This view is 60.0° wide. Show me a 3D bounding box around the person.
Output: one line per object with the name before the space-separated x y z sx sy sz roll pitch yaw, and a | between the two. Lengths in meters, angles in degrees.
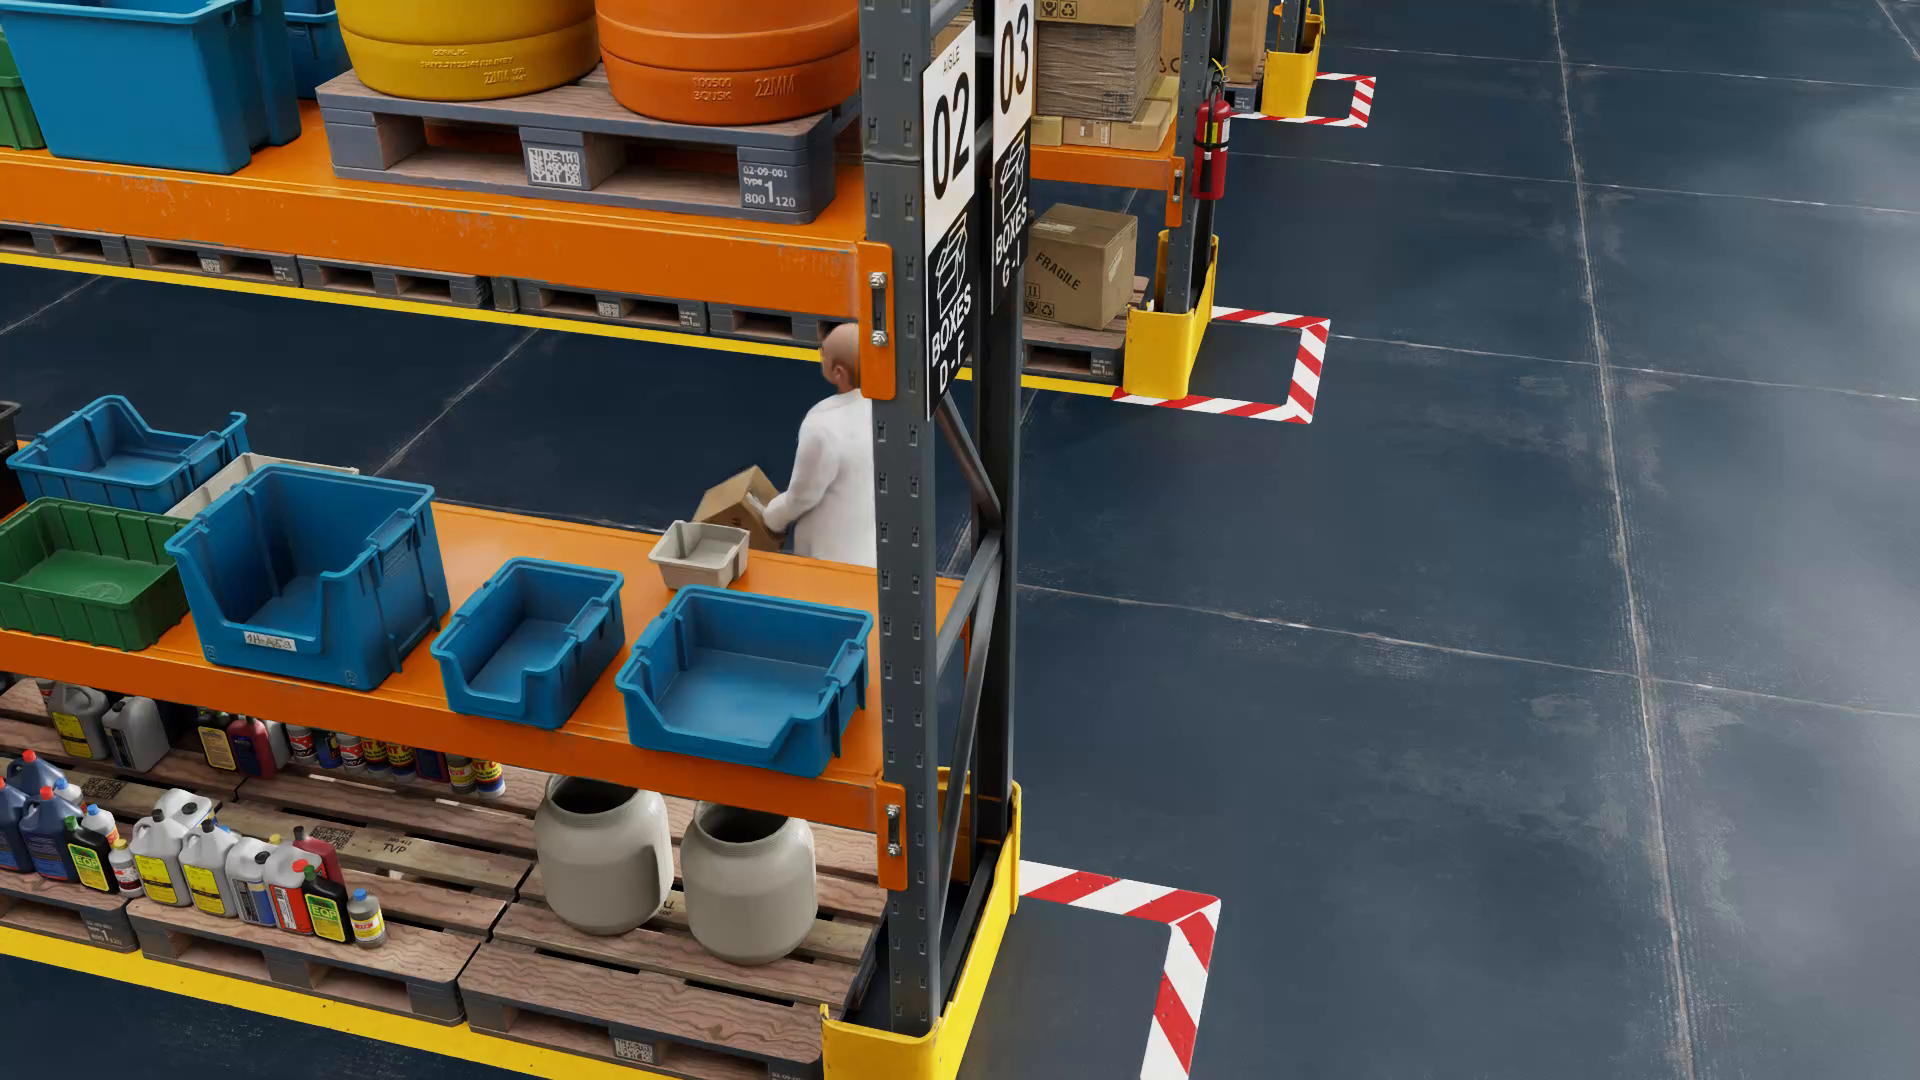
person | -0.479 -0.032 6.191 0.531 1.780 0.563 22 39 31
